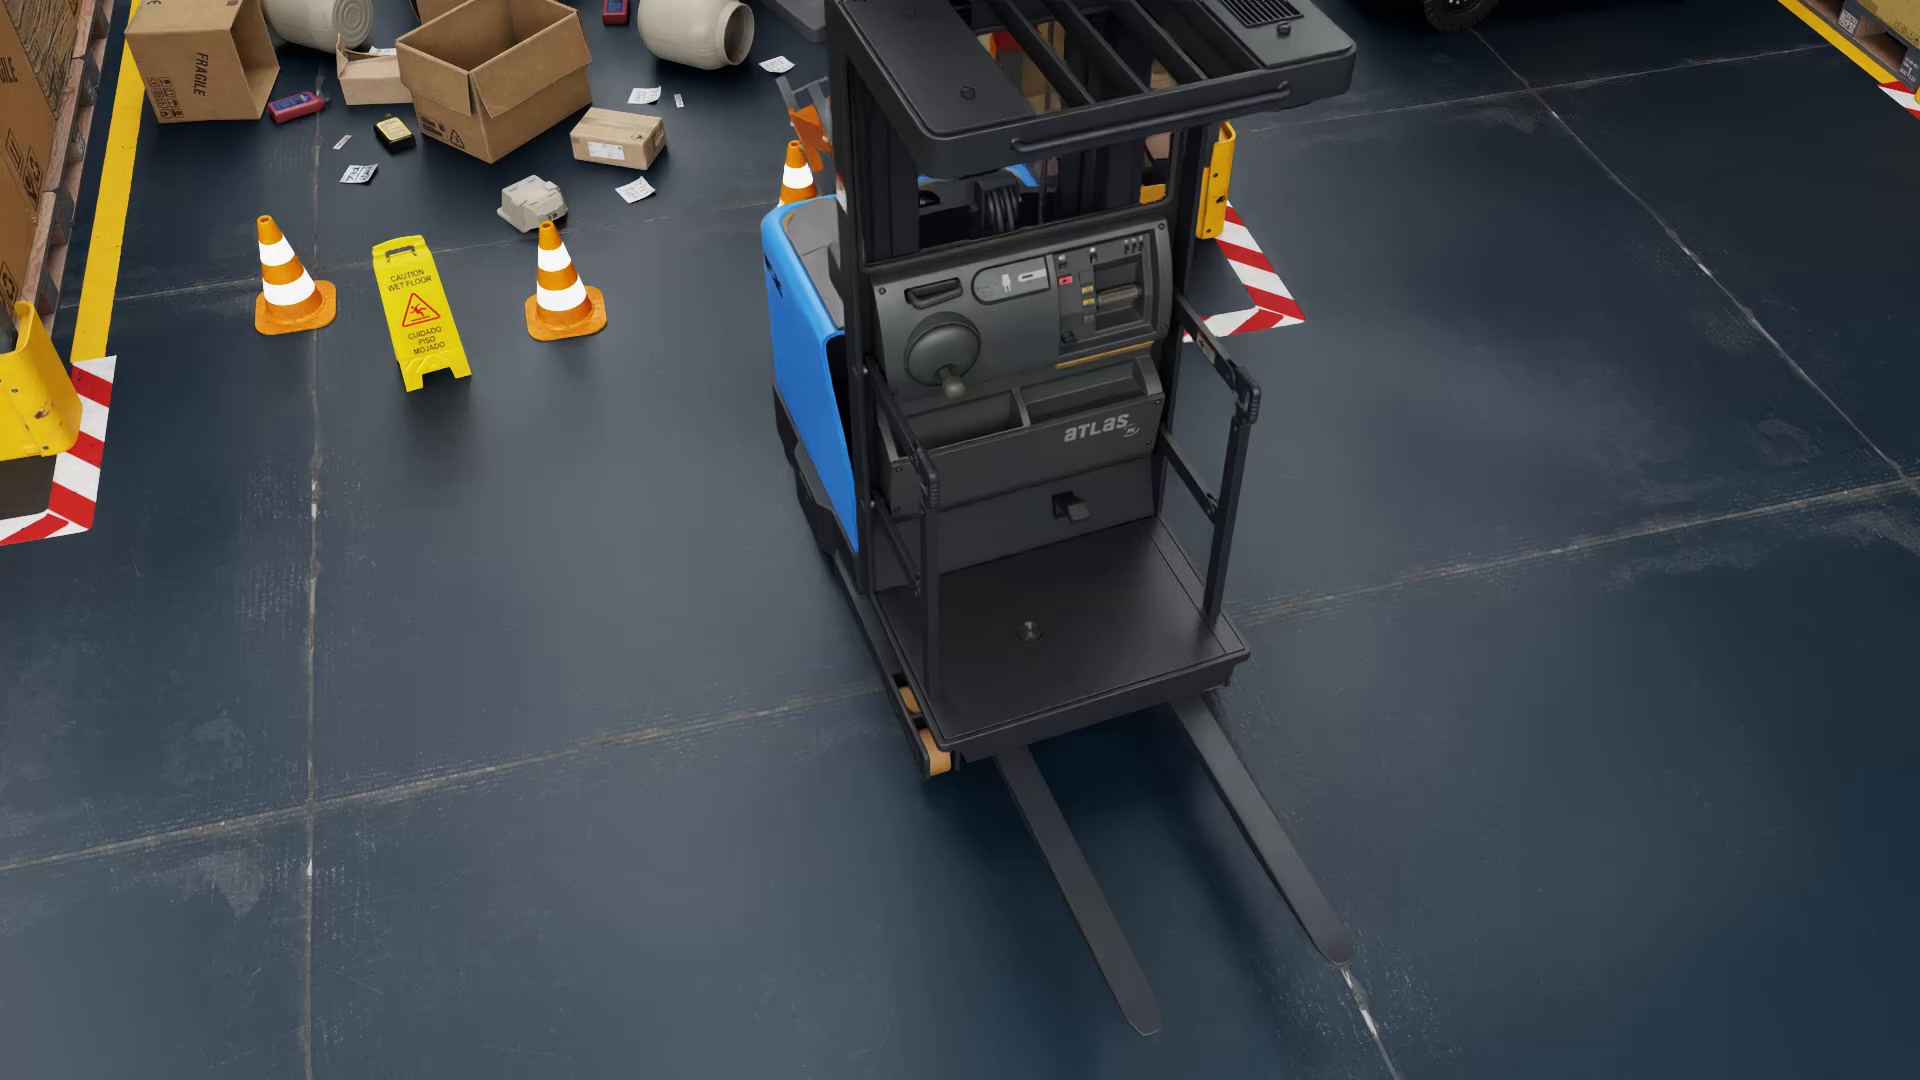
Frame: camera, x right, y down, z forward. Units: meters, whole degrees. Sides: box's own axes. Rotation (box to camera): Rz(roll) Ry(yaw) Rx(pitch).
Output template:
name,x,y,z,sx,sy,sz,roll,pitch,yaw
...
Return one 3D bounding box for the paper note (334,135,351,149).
name,x,y,z,sx,sy,sz,roll,pitch,yaw
paper note,-3.030,-1.952,8.156,0.032,0.001,0.123,11,47,11

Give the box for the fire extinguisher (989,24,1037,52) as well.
name,x,y,z,sx,sy,sz,roll,pitch,yaw
fire extinguisher,0.219,-2.216,6.375,0.296,0.674,0.183,-11,47,-10

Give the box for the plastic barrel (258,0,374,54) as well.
name,x,y,z,sx,sy,sz,roll,pitch,yaw
plastic barrel,-3.375,-2.788,8.686,0.512,0.421,0.421,19,48,17

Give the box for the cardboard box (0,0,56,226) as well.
name,x,y,z,sx,sy,sz,roll,pitch,yaw
cardboard box,-4.589,-1.898,7.203,0.875,0.875,0.875,-11,47,-11

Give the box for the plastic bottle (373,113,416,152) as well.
name,x,y,z,sx,sy,sz,roll,pitch,yaw
plastic bottle,-2.794,-2.009,8.176,0.133,0.061,0.283,-26,51,-24

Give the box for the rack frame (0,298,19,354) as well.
name,x,y,z,sx,sy,sz,roll,pitch,yaw
rack frame,-4.124,-1.431,5.552,1.000,3.000,0.127,-11,47,-10

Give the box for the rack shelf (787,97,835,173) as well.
name,x,y,z,sx,sy,sz,roll,pitch,yaw
rack shelf,-0.330,-1.634,6.519,0.538,0.278,1.000,-25,21,-4

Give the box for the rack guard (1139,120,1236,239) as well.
name,x,y,z,sx,sy,sz,roll,pitch,yaw
rack guard,0.615,-1.584,7.452,1.175,0.500,0.348,-11,47,-10

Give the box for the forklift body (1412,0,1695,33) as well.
name,x,y,z,sx,sy,sz,roll,pitch,yaw
forklift body,3.183,-3.995,8.659,2.313,2.155,1.214,-11,47,-10

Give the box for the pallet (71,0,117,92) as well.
name,x,y,z,sx,sy,sz,roll,pitch,yaw
pallet,-5.029,-2.678,8.726,1.003,0.211,1.213,-11,47,-10

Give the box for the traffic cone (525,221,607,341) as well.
name,x,y,z,sx,sy,sz,roll,pitch,yaw
traffic cone,-1.708,-1.141,7.045,0.336,0.463,0.334,-11,47,-10

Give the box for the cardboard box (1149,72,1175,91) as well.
name,x,y,z,sx,sy,sz,roll,pitch,yaw
cardboard box,0.696,-2.198,7.935,0.500,0.250,0.500,-11,47,-11

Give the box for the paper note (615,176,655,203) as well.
name,x,y,z,sx,sy,sz,roll,pitch,yaw
paper note,-1.531,-1.656,7.851,0.148,0.019,0.142,-26,51,-24

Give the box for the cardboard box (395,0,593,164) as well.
name,x,y,z,sx,sy,sz,roll,pitch,yaw
cardboard box,-2.262,-2.282,8.134,0.637,0.503,0.797,27,51,24

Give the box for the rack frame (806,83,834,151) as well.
name,x,y,z,sx,sy,sz,roll,pitch,yaw
rack frame,-0.112,-1.236,6.147,0.500,1.125,0.032,-25,21,-4

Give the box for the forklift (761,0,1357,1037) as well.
name,x,y,z,sx,sy,sz,roll,pitch,yaw
forklift,0.276,-0.593,4.779,1.130,2.935,3.031,-15,48,-15

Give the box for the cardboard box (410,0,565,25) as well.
name,x,y,z,sx,sy,sz,roll,pitch,yaw
cardboard box,-2.509,-2.974,8.717,0.797,0.637,0.503,-11,47,-10

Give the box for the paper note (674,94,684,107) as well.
name,x,y,z,sx,sy,sz,roll,pitch,yaw
paper note,-1.424,-2.226,8.425,0.032,0.001,0.123,-11,47,-10

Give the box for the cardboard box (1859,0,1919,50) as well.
name,x,y,z,sx,sy,sz,roll,pitch,yaw
cardboard box,5.007,-2.767,8.493,0.500,0.250,0.500,-10,46,-10

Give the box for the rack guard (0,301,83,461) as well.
name,x,y,z,sx,sy,sz,roll,pitch,yaw
rack guard,-4.118,-0.540,6.429,1.175,0.500,0.348,-11,47,-10

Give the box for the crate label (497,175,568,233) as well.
name,x,y,z,sx,sy,sz,roll,pitch,yaw
crate label,-1.969,-1.559,7.682,0.250,0.136,0.298,-35,55,-30

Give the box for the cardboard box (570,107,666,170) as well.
name,x,y,z,sx,sy,sz,roll,pitch,yaw
cardboard box,-1.653,-1.943,8.050,0.380,0.149,0.250,11,47,11

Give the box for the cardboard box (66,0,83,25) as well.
name,x,y,z,sx,sy,sz,roll,pitch,yaw
cardboard box,-5.055,-3.149,8.430,0.875,0.875,0.875,-10,46,-10

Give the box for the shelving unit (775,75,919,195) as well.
name,x,y,z,sx,sy,sz,roll,pitch,yaw
shelving unit,-0.221,-1.382,6.622,0.538,1.125,1.048,-25,21,-4

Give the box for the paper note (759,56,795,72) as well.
name,x,y,z,sx,sy,sz,roll,pitch,yaw
paper note,-0.951,-2.478,8.658,0.142,0.019,0.148,-26,51,-24

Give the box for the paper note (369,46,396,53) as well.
name,x,y,z,sx,sy,sz,roll,pitch,yaw
paper note,-3.032,-2.548,8.731,0.172,0.023,0.155,4,46,4

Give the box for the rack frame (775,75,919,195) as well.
name,x,y,z,sx,sy,sz,roll,pitch,yaw
rack frame,-0.330,-1.528,7.096,0.500,1.125,0.032,-25,21,-4

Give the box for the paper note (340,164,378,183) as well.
name,x,y,z,sx,sy,sz,roll,pitch,yaw
paper note,-2.874,-1.756,7.950,0.144,0.017,0.142,4,46,4

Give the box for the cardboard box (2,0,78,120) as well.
name,x,y,z,sx,sy,sz,roll,pitch,yaw
cardboard box,-4.820,-2.528,7.820,0.875,0.875,0.875,-10,46,-10

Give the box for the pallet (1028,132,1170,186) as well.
name,x,y,z,sx,sy,sz,roll,pitch,yaw
pallet,0.442,-2.050,8.111,1.003,0.211,1.213,-11,47,-10

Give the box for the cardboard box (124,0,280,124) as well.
name,x,y,z,sx,sy,sz,roll,pitch,yaw
cardboard box,-3.759,-2.435,8.284,0.500,0.500,0.500,-3,46,-3

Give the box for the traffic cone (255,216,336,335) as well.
name,x,y,z,sx,sy,sz,roll,pitch,yaw
traffic cone,-2.887,-1.170,7.072,0.336,0.463,0.334,-11,47,-10

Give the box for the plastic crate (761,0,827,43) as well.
name,x,y,z,sx,sy,sz,roll,pitch,yaw
plastic crate,-0.780,-2.912,9.048,0.402,0.080,0.583,-26,51,-24

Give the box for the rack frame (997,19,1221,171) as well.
name,x,y,z,sx,sy,sz,roll,pitch,yaw
rack frame,0.635,-2.406,6.508,1.000,3.000,0.127,-11,47,-10

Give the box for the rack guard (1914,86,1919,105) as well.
name,x,y,z,sx,sy,sz,roll,pitch,yaw
rack guard,5.438,-2.425,8.276,1.175,0.500,0.348,-11,47,-10

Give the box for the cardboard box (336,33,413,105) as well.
name,x,y,z,sx,sy,sz,roll,pitch,yaw
cardboard box,-2.928,-2.386,8.402,0.396,0.266,0.258,-3,46,-3

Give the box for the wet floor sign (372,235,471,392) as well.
name,x,y,z,sx,sy,sz,roll,pitch,yaw
wet floor sign,-2.203,-0.949,6.729,0.267,0.644,0.232,-18,48,-17

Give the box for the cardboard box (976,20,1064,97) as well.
name,x,y,z,sx,sy,sz,roll,pitch,yaw
cardboard box,0.178,-2.359,7.567,0.500,0.500,0.500,-10,46,-10

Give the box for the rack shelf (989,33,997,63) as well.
name,x,y,z,sx,sy,sz,roll,pitch,yaw
rack shelf,0.123,-3.535,8.118,1.077,0.370,4.000,-11,47,-10

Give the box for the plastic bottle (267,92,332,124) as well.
name,x,y,z,sx,sy,sz,roll,pitch,yaw
plastic bottle,-3.312,-2.182,8.345,0.283,0.061,0.133,-26,51,-24

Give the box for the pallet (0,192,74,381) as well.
name,x,y,z,sx,sy,sz,roll,pitch,yaw
pallet,-4.405,-0.993,7.075,1.003,0.211,1.213,-11,47,-10

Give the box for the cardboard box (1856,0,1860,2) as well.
name,x,y,z,sx,sy,sz,roll,pitch,yaw
cardboard box,4.888,-3.113,8.831,0.500,0.250,0.500,-11,47,-10

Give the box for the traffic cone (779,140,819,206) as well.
name,x,y,z,sx,sy,sz,roll,pitch,yaw
traffic cone,-0.722,-1.579,7.474,0.336,0.463,0.334,-11,47,-10

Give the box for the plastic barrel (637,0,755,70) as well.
name,x,y,z,sx,sy,sz,roll,pitch,yaw
plastic barrel,-1.357,-2.654,8.554,0.512,0.421,0.421,19,48,17

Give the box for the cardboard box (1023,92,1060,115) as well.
name,x,y,z,sx,sy,sz,roll,pitch,yaw
cardboard box,0.162,-2.116,7.855,0.500,0.250,0.500,-11,47,-11

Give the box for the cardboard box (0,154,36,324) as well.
name,x,y,z,sx,sy,sz,roll,pitch,yaw
cardboard box,-4.362,-1.291,6.608,0.875,0.875,0.875,-10,47,-10

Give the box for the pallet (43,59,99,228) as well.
name,x,y,z,sx,sy,sz,roll,pitch,yaw
pallet,-4.713,-1.834,7.899,1.003,0.211,1.213,-11,47,-10

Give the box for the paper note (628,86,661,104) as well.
name,x,y,z,sx,sy,sz,roll,pitch,yaw
paper note,-1.604,-2.265,8.457,0.148,0.019,0.142,4,46,4

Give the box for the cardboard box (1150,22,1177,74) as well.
name,x,y,z,sx,sy,sz,roll,pitch,yaw
cardboard box,0.689,-2.477,7.683,0.500,0.500,0.500,-12,47,-12

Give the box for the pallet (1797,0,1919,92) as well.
name,x,y,z,sx,sy,sz,roll,pitch,yaw
pallet,5.196,-2.861,8.906,1.003,0.211,1.213,-11,47,-10

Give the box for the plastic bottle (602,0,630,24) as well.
name,x,y,z,sx,sy,sz,roll,pitch,yaw
plastic bottle,-1.872,-2.905,9.054,0.133,0.061,0.283,-3,46,-3
